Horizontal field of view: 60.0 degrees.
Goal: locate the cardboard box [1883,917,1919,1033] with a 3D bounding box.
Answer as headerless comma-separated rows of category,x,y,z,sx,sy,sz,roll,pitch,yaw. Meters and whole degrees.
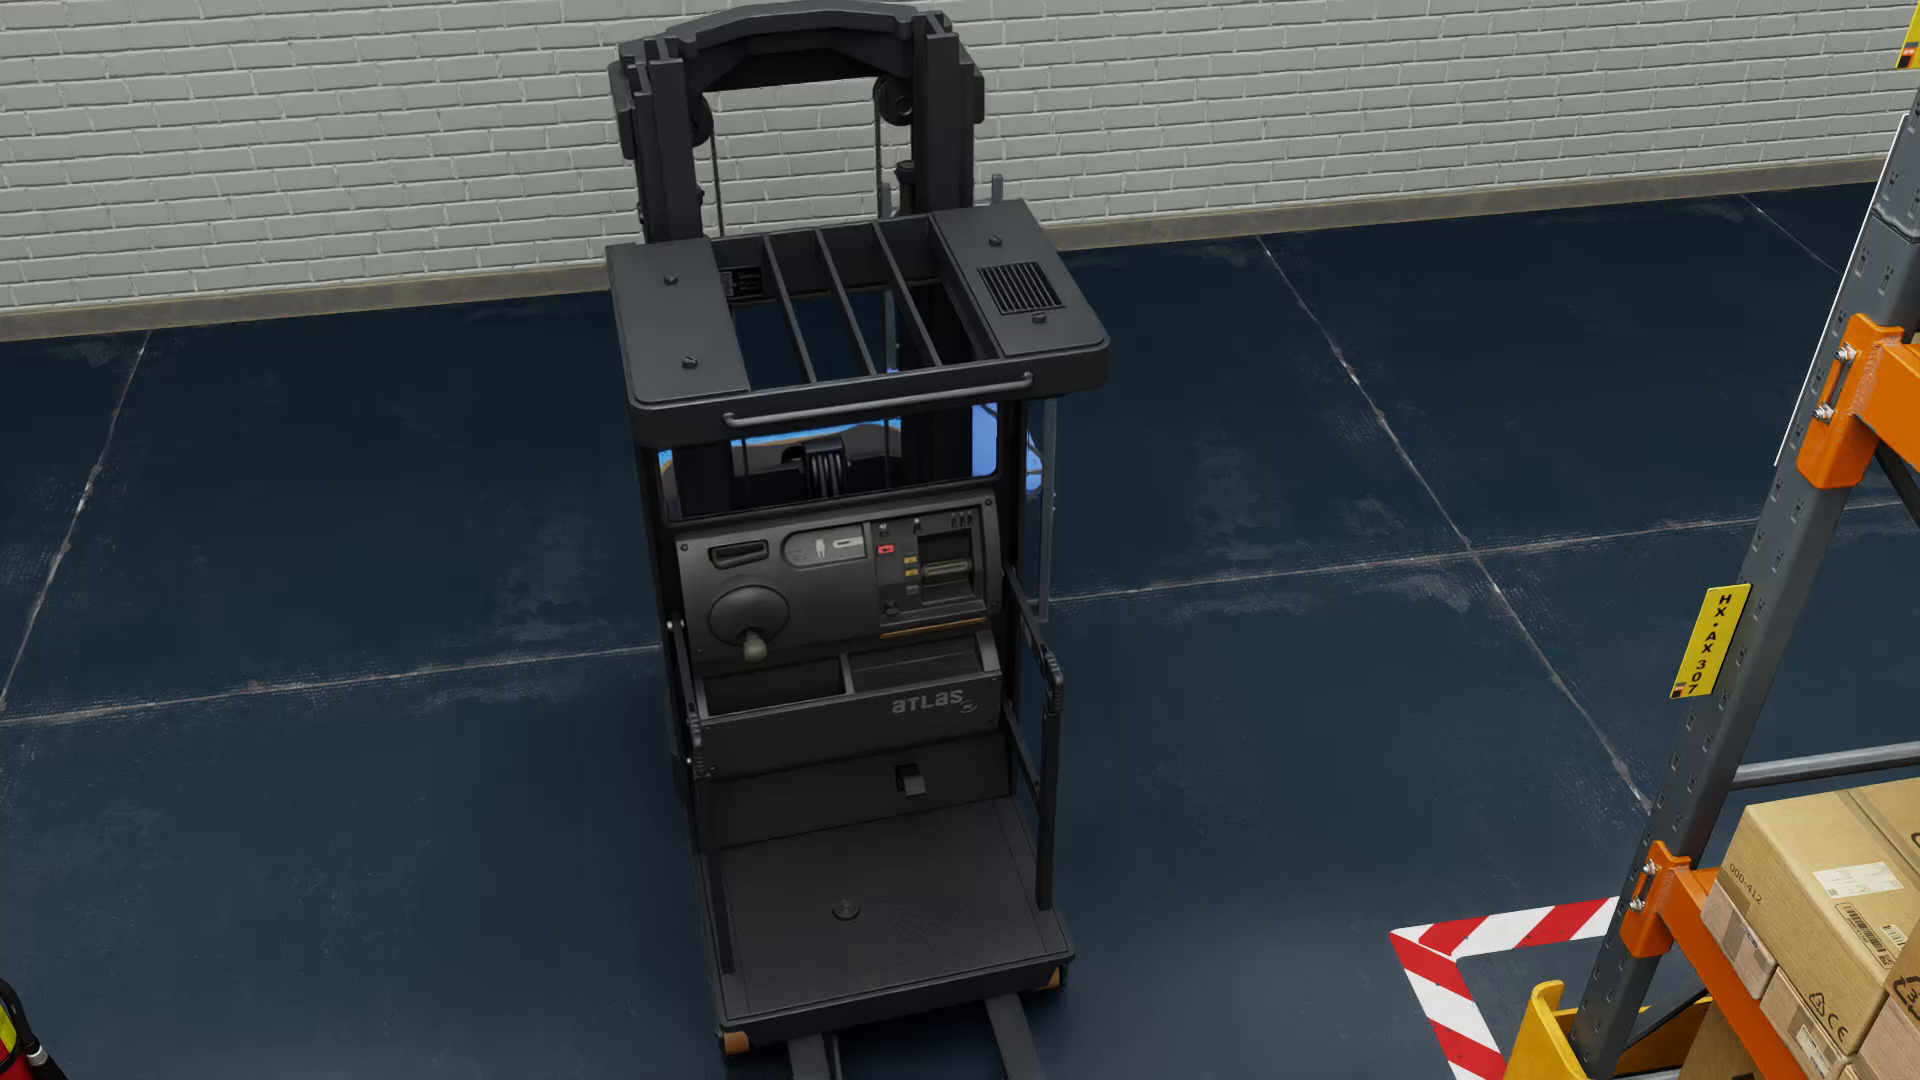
cardboard box,2.138,0.814,3.025,0.500,0.500,0.500,-7,38,-9

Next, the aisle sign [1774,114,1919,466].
aisle sign,1.924,-0.490,3.317,0.394,0.787,0.004,-6,38,-8

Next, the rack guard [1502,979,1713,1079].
rack guard,2.228,1.520,4.886,1.175,0.500,0.348,-6,38,-8

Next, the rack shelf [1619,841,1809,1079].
rack shelf,2.583,2.040,2.766,1.077,0.370,4.000,-6,38,-8

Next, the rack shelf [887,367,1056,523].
rack shelf,0.019,-0.401,6.837,0.538,0.185,1.000,-6,38,-8

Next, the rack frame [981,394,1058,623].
rack frame,0.112,-0.237,6.332,0.500,1.500,0.032,-6,38,-8

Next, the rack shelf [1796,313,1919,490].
rack shelf,2.583,0.855,1.846,1.077,0.370,4.000,-6,38,-8

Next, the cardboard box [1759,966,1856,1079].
cardboard box,2.016,1.052,3.656,0.380,0.149,0.250,-7,38,-9

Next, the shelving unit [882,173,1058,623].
shelving unit,0.019,-0.543,6.727,0.538,1.500,1.048,-6,38,-8

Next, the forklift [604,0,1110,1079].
forklift,-0.286,0.180,4.630,1.130,2.935,3.031,-9,39,-11

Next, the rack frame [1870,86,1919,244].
rack frame,2.232,-1.821,2.260,1.000,3.000,0.127,-6,38,-8

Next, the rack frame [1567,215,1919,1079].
rack frame,2.232,0.548,4.100,1.000,3.000,0.127,-6,38,-8

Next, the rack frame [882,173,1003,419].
rack frame,-0.074,-0.850,7.122,0.500,1.500,0.032,-6,38,-8

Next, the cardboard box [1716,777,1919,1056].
cardboard box,2.050,0.808,3.644,0.500,0.250,0.500,-7,38,-9

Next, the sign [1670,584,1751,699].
sign,1.685,0.231,3.738,0.100,0.325,0.005,-6,38,-8

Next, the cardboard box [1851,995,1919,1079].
cardboard box,2.148,1.122,3.241,0.500,0.250,0.500,-7,38,-9

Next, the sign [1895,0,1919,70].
sign,1.685,-0.957,2.815,0.100,0.325,0.005,-6,38,-8

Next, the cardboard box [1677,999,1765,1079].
cardboard box,2.423,1.599,4.137,0.875,0.875,0.875,-6,38,-8

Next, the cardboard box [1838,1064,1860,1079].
cardboard box,2.061,1.206,3.457,0.380,0.149,0.250,-7,38,-9

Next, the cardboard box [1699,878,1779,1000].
cardboard box,1.970,0.897,3.855,0.380,0.149,0.250,-6,38,-7
